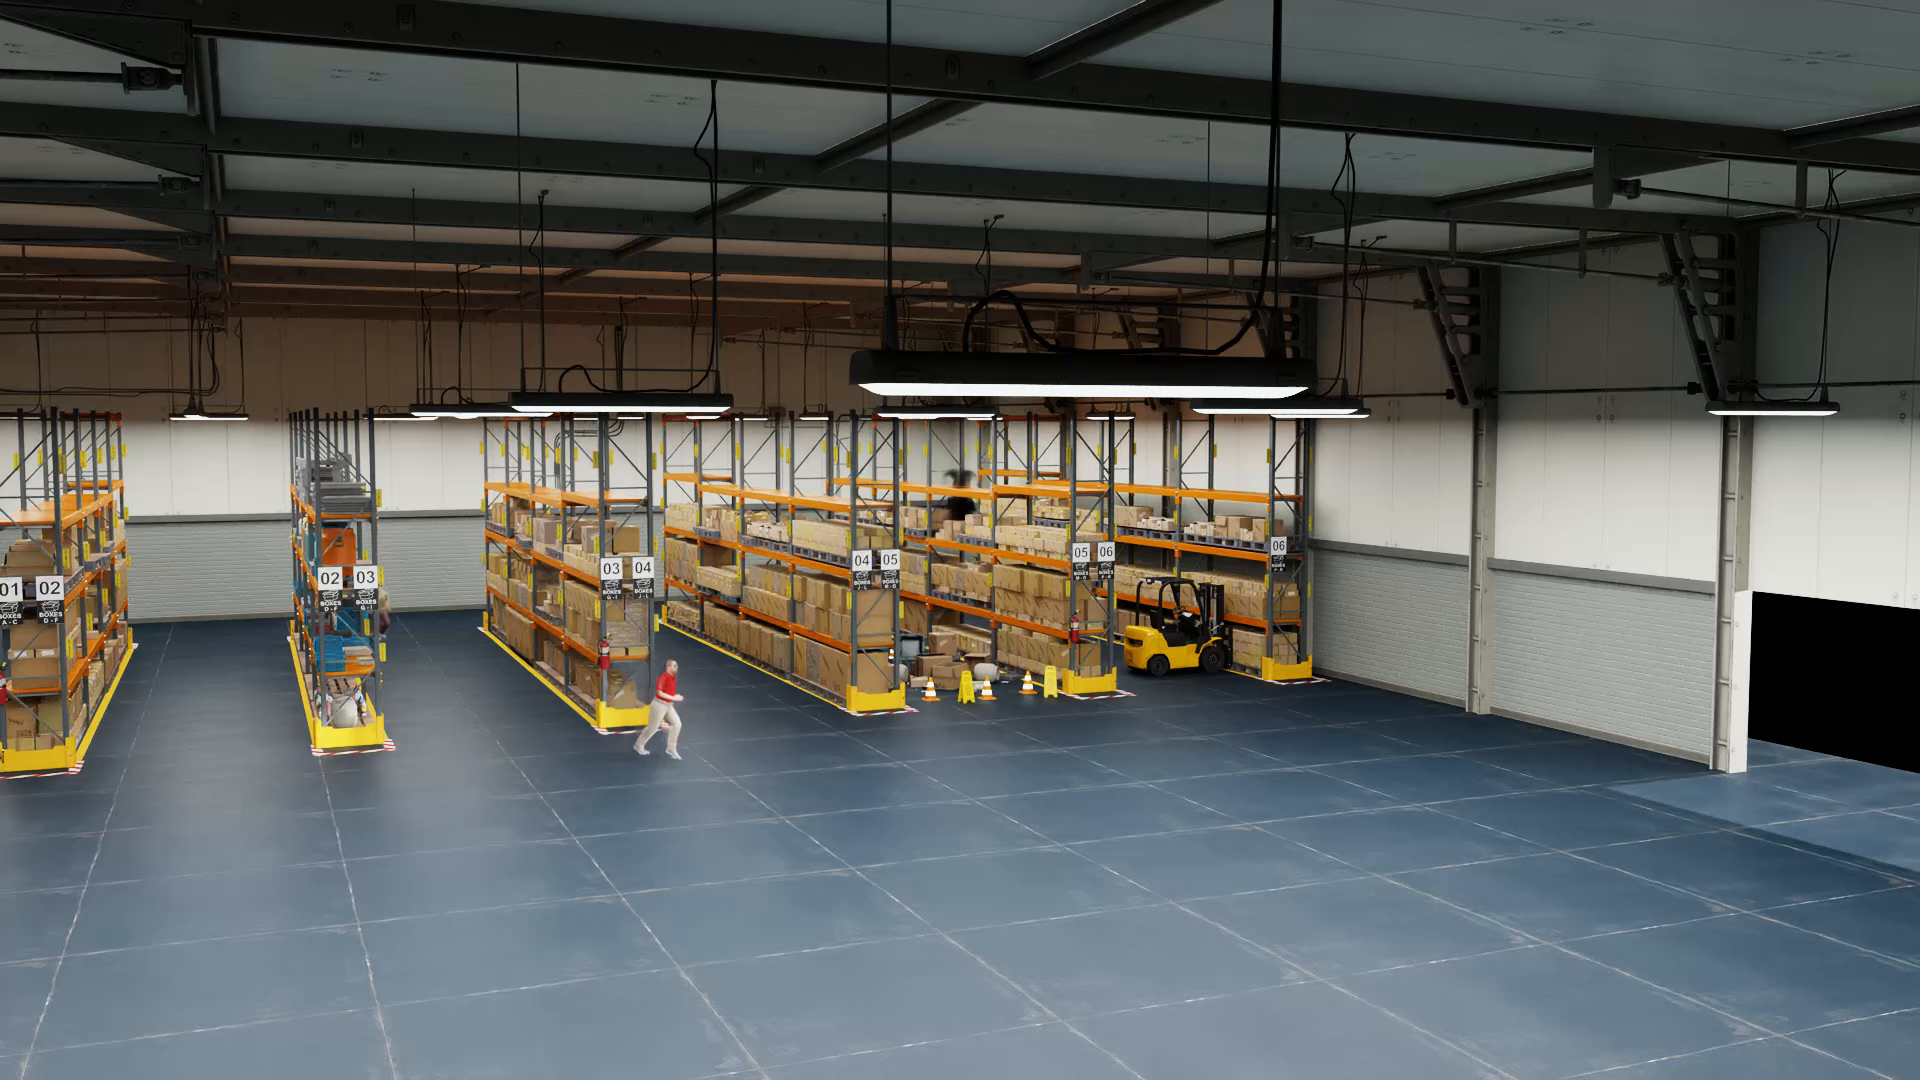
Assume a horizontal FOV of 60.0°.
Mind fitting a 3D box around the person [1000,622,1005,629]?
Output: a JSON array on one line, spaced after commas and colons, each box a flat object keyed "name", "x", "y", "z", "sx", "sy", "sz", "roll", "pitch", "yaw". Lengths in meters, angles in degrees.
[{"name": "person", "x": 1.316, "y": 1.751, "z": 45.165, "sx": 0.499, "sy": 1.609, "sz": 0.886, "roll": -3, "pitch": 5, "yaw": -36}]

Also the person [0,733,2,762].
[{"name": "person", "x": -15.246, "y": 3.131, "z": 25.979, "sx": 0.579, "sy": 1.570, "sz": 0.528, "roll": 0, "pitch": 4, "yaw": -5}]

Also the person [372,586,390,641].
[{"name": "person", "x": -15.228, "y": 1.892, "z": 43.665, "sx": 0.579, "sy": 1.559, "sz": 0.726, "roll": -3, "pitch": 5, "yaw": -40}]

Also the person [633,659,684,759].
[{"name": "person", "x": -5.160, "y": 2.907, "z": 28.488, "sx": 0.925, "sy": 1.745, "sz": 0.680, "roll": 1, "pitch": 4, "yaw": 15}]
